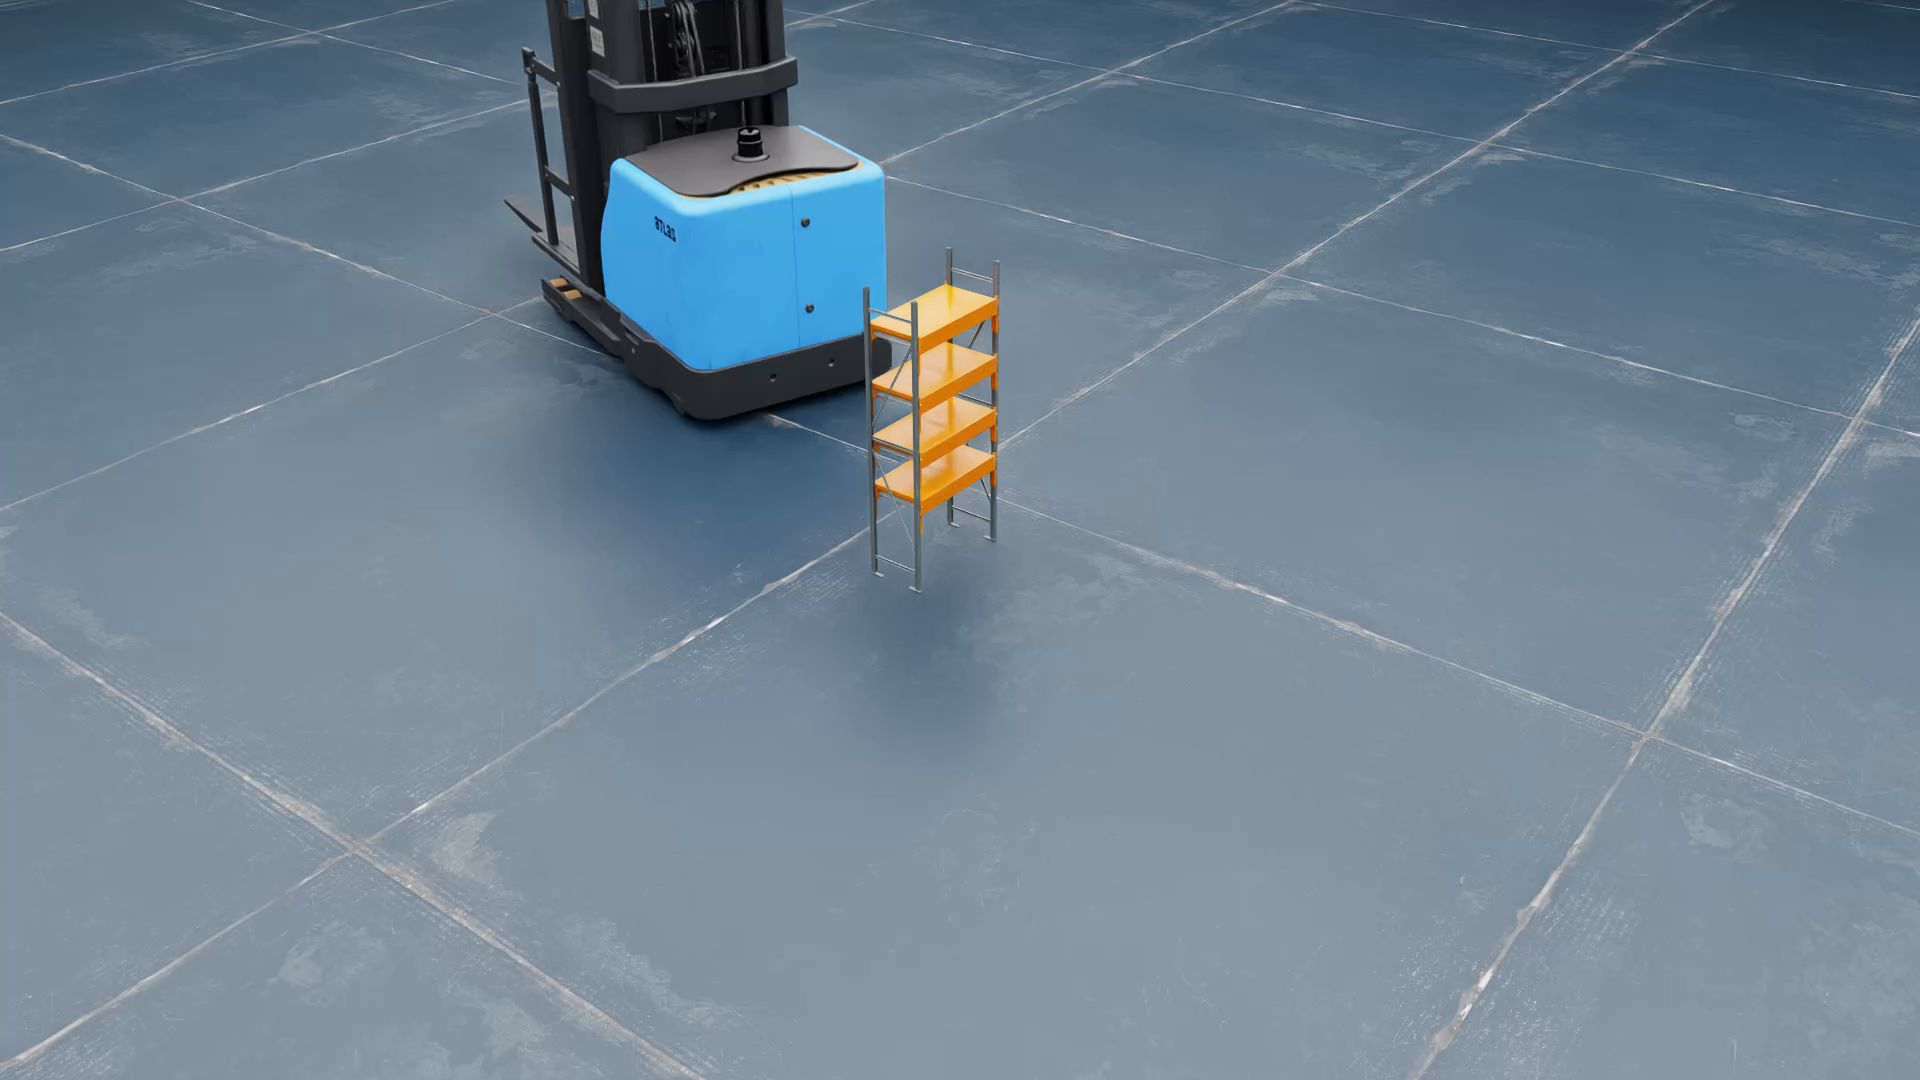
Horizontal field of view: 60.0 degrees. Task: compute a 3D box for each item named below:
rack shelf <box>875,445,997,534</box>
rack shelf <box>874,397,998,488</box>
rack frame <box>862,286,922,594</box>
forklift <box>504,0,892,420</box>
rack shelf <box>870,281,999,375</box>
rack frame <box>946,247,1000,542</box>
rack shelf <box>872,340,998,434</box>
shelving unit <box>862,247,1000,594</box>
[{"bbox_3d":[-0.100,-0.220,6.466,0.258,0.148,0.480,21,37,31],"label":"rack shelf"},{"bbox_3d":[-0.100,-0.391,6.365,0.258,0.148,0.480,21,37,31],"label":"rack shelf"},{"bbox_3d":[-0.247,-0.350,6.163,0.240,1.200,0.015,21,37,31],"label":"rack frame"},{"bbox_3d":[-1.551,-2.513,8.116,1.130,2.935,3.031,-18,35,-28],"label":"forklift"},{"bbox_3d":[-0.100,-0.787,6.130,0.258,0.148,0.480,21,37,31],"label":"rack shelf"},{"bbox_3d":[0.047,-0.548,6.498,0.240,1.200,0.015,21,37,31],"label":"rack frame"},{"bbox_3d":[-0.100,-0.583,6.251,0.258,0.148,0.480,21,37,31],"label":"rack shelf"},{"bbox_3d":[-0.100,-0.449,6.331,0.258,1.200,0.503,21,37,31],"label":"shelving unit"}]
